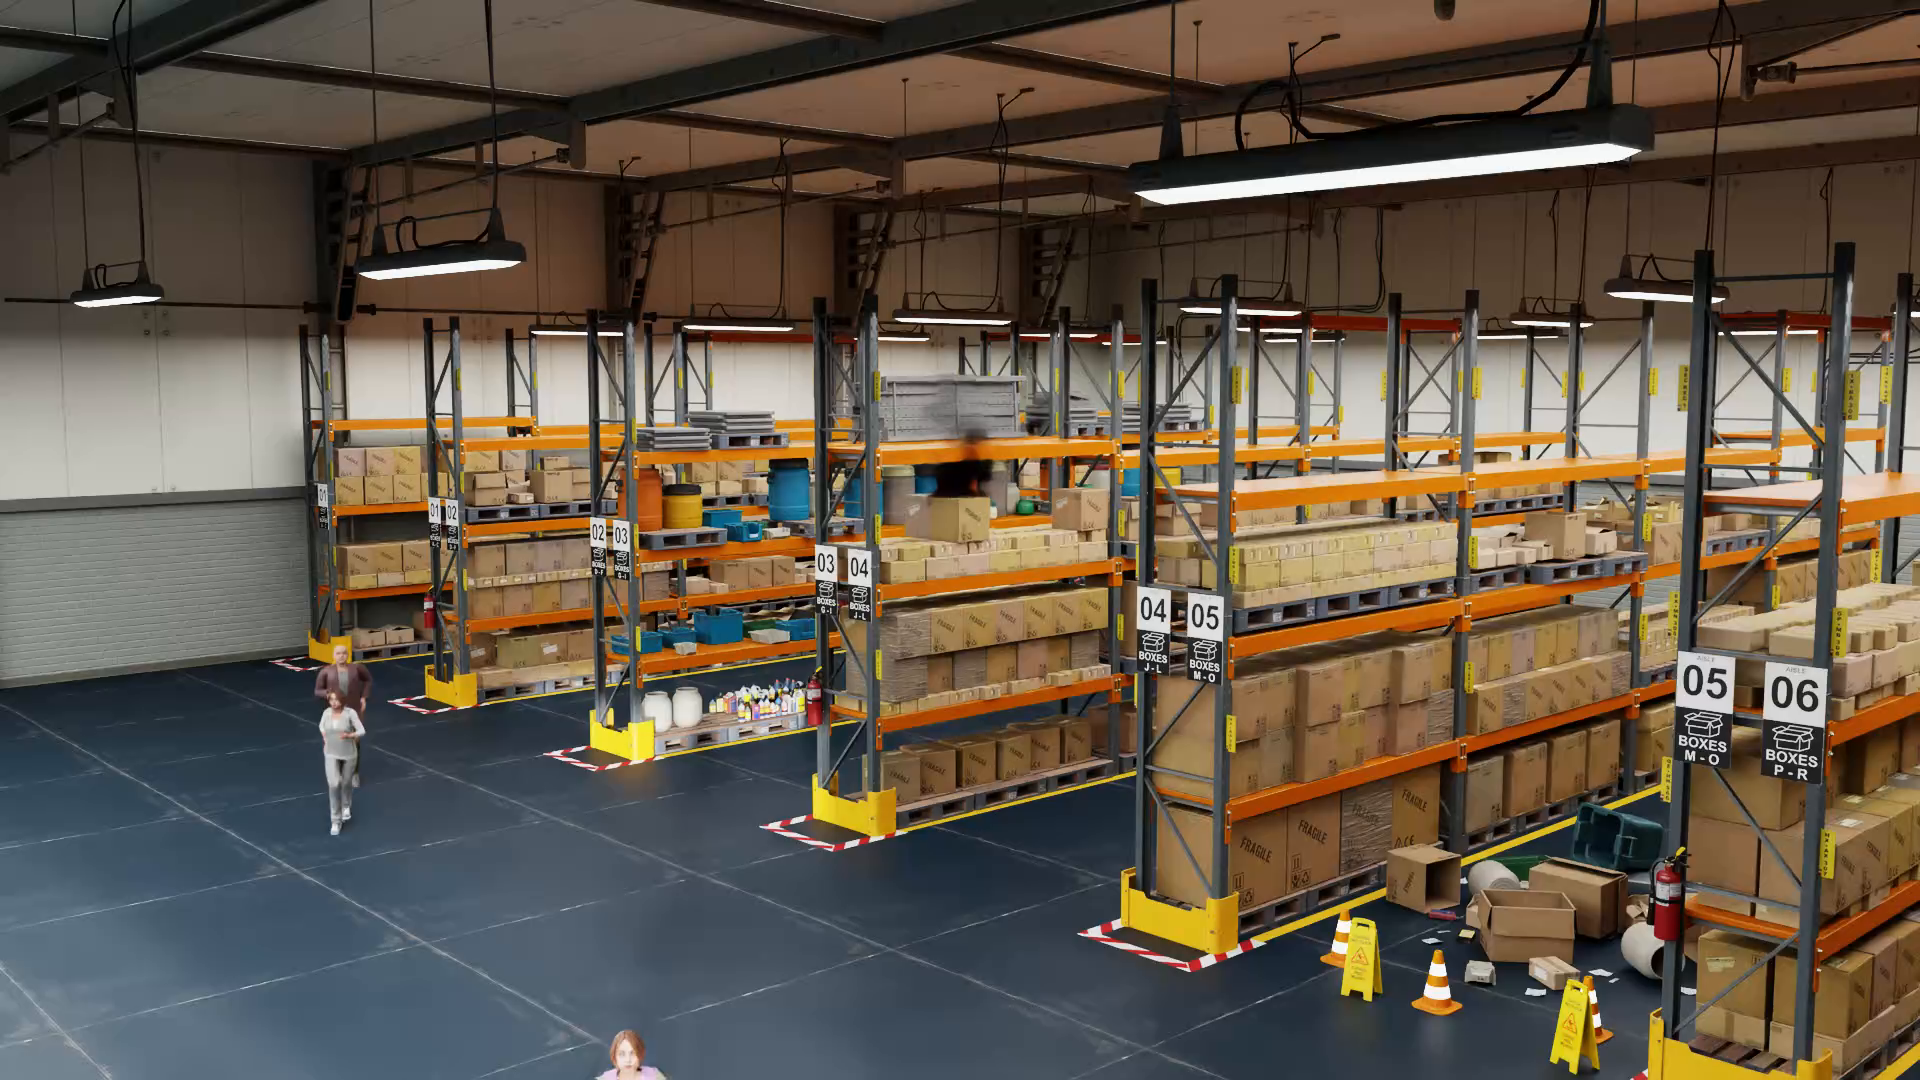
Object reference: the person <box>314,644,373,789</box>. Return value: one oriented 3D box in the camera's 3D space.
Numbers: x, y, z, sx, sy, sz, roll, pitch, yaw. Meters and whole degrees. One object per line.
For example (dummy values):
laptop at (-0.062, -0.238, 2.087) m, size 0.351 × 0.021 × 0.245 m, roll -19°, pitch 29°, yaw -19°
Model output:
person at (-7.654, 2.206, 20.683) m, size 0.688 × 1.814 × 0.754 m, roll -2°, pitch 6°, yaw -19°

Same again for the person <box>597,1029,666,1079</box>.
person at (-1.821, 3.461, 9.229) m, size 0.555 × 1.568 × 0.637 m, roll -1°, pitch 6°, yaw -8°

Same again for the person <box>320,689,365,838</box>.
person at (-6.977, 2.479, 18.804) m, size 0.513 × 1.644 × 0.733 m, roll -1°, pitch 6°, yaw -13°
